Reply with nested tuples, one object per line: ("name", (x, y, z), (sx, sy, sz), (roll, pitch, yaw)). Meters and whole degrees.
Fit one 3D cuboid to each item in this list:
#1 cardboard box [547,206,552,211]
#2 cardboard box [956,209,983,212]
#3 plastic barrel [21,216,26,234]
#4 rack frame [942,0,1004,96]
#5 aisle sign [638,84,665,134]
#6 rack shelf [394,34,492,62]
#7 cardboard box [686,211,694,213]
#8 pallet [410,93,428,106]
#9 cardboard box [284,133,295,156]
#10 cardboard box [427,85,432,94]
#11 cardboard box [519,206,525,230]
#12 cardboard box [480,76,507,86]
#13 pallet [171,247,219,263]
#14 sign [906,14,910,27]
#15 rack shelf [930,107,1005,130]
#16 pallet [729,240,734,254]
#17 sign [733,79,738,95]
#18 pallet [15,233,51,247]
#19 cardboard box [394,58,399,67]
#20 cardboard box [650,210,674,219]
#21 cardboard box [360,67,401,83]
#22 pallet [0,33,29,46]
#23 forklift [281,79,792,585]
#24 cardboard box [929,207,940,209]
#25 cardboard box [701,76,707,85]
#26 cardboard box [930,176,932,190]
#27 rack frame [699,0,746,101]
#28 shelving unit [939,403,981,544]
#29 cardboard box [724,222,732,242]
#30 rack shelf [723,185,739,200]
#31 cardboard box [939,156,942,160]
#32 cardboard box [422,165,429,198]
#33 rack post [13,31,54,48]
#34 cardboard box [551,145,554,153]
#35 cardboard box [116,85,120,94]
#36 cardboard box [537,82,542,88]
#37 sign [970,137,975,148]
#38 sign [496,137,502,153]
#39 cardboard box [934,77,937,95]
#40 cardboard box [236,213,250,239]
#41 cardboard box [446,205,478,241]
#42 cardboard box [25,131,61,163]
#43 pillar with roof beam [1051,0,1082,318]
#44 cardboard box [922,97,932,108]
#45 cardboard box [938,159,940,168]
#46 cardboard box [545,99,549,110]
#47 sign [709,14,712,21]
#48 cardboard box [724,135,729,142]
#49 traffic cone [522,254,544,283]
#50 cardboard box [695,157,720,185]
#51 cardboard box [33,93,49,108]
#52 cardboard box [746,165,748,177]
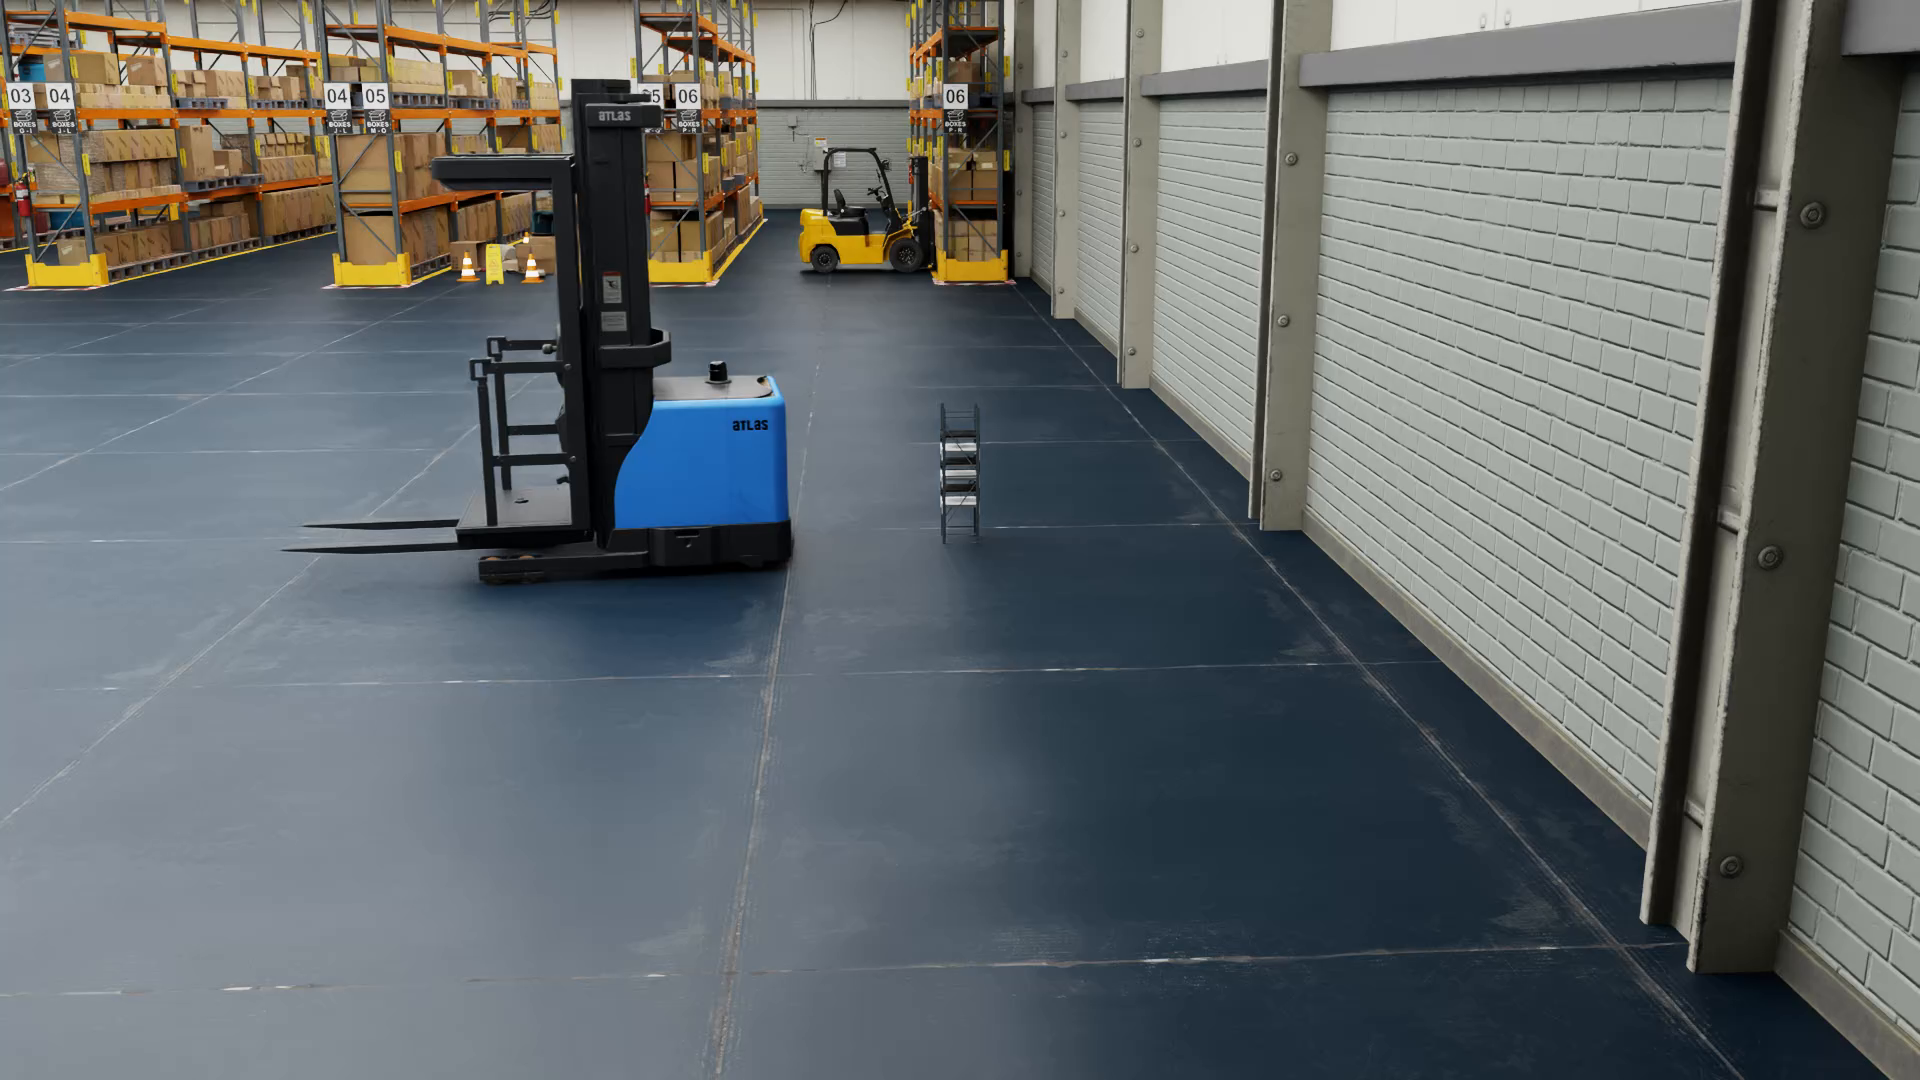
("cardboard box", (-10.226, -8.108, 40.802), (0.380, 0.149, 0.250), (-1, 14, -3))
("cardboard box", (0.191, -6.090, 31.344), (0.500, 0.250, 0.500), (-1, 14, -2))
("plastic barrel", (-20.241, -6.800, 35.585), (0.421, 0.512, 0.421), (0, 14, 0))
("rack frame", (0.215, -8.764, 27.028), (1.000, 3.000, 0.127), (-1, 14, -3))
("aisle sign", (-5.025, -7.020, 27.073), (0.394, 0.787, 0.004), (-1, 14, -3))
("rack shelf", (-10.045, -9.535, 32.271), (1.077, 0.370, 4.000), (-1, 14, -3))
("cardboard box", (-5.220, -5.860, 30.951), (0.500, 0.500, 0.500), (0, 14, -1))
("pallet", (-9.808, -7.577, 28.615), (1.003, 0.211, 1.213), (-1, 14, -3))
("cardboard box", (-15.295, -8.817, 37.060), (0.797, 0.503, 0.637), (-1, 14, -3))
("cardboard box", (-9.516, -7.919, 29.224), (0.380, 0.149, 0.250), (-1, 14, -3))
("cardboard box", (-10.061, -7.221, 37.245), (0.500, 0.500, 0.500), (-1, 14, -5))
("cardboard box", (-10.452, -9.983, 36.739), (0.797, 0.503, 0.637), (-1, 14, -4))
("pallet", (-14.928, -5.466, 31.846), (1.003, 0.211, 1.213), (-1, 14, -3))
("sign", (-1.318, -13.225, 42.335), (0.100, 0.325, 0.005), (-1, 14, -3))
("rack shelf", (0.091, -7.460, 29.425), (1.077, 0.370, 4.000), (-1, 14, -3))
("pallet", (-5.115, -5.923, 33.622), (1.003, 0.211, 1.213), (-1, 14, -3))
("sign", (-4.693, -9.481, 34.799), (0.100, 0.325, 0.005), (-1, 14, -3))
("pallet", (-20.160, -6.386, 35.422), (1.003, 0.211, 1.213), (-1, 14, -3))
("cardboard box", (-9.391, -7.798, 27.157), (0.380, 0.149, 0.250), (-1, 14, -3))
("cardboard box", (-5.139, -5.615, 28.700), (0.380, 0.149, 0.250), (0, 14, -2))
("cardboard box", (-9.447, -7.579, 27.104), (0.500, 0.250, 0.500), (-1, 14, -4))
("pallet", (-20.083, -10.341, 34.340), (1.213, 0.211, 1.003), (-1, 14, -3))
("forklift", (-2.614, -1.292, 10.166), (3.031, 2.935, 1.130), (-2, 15, -10))
("cardboard box", (-0.207, -6.584, 34.517), (0.875, 0.625, 0.625), (0, 14, -2))
("cardboard box", (-4.484, -7.779, 28.123), (0.380, 0.149, 0.250), (-1, 14, -4))
("cardboard box", (-0.325, -6.902, 32.132), (0.500, 0.250, 0.500), (-1, 14, -2))
("rack frame", (-5.482, -11.671, 38.326), (1.000, 3.000, 0.127), (-1, 14, -3))
("shelving unit", (-0.001, -0.438, 10.922), (0.258, 0.900, 0.210), (-1, 14, -3))
("cardboard box", (-5.115, -6.188, 33.489), (0.950, 0.372, 0.625), (0, 14, -2))
("rack shelf", (-5.111, -6.925, 33.363), (1.077, 0.370, 4.000), (-1, 14, -3))
("cardboard box", (-0.175, -6.702, 28.957), (0.380, 0.149, 0.250), (-1, 14, -2))
("cardboard box", (-9.781, -6.252, 29.006), (0.875, 0.550, 0.500), (-1, 14, -3))
("rack post", (-20.064, -10.698, 35.547), (0.937, 0.300, 0.954), (1, 14, 3))
("cardboard box", (-10.312, -9.489, 41.089), (0.500, 0.500, 0.500), (-1, 14, -3))
("cardboard box", (-14.525, -7.658, 28.252), (0.380, 0.149, 0.250), (-1, 14, -4))
("cardboard box", (-10.227, -10.883, 39.781), (0.380, 0.149, 0.250), (0, 14, -1))
("sign", (0.273, -8.418, 35.401), (0.100, 0.325, 0.005), (-1, 14, -3))
("sign", (-9.615, -8.239, 34.704), (0.100, 0.325, 0.005), (-1, 14, -3))
("cardboard box", (-0.225, -8.304, 30.396), (0.500, 0.311, 0.500), (-1, 14, -2))
("cardboard box", (-15.064, -6.454, 34.222), (0.700, 0.500, 0.500), (-2, 15, -6))
("cardboard box", (-10.105, -6.181, 32.701), (1.050, 0.750, 0.750), (-1, 14, -3))
("cardboard box", (-14.911, -6.437, 27.222), (0.500, 0.500, 0.500), (-1, 14, -3))
("pillar with roof beam", (-2.854, -7.392, 21.697), (9.100, 9.000, 0.400), (-1, 14, -3))
("cardboard box", (-0.555, -9.352, 35.635), (0.500, 0.250, 0.500), (-1, 14, -5))
("cardboard box", (-0.190, -6.621, 29.239), (0.380, 0.149, 0.250), (-1, 14, -3))
("cardboard box", (-10.264, -10.547, 40.280), (0.500, 0.250, 0.500), (0, 14, -1))
("sign", (-6.285, -13.187, 42.029), (0.100, 0.325, 0.005), (-1, 14, -3))
("cardboard box", (-4.852, -8.078, 33.460), (0.380, 0.149, 0.250), (-2, 15, -6))
("traffic cone", (-7.140, -4.538, 27.733), (0.336, 0.463, 0.334), (-1, 14, -3))
("cardboard box", (-4.672, -6.733, 30.379), (0.500, 0.500, 0.500), (0, 14, -2))
("cardboard box", (-14.913, -7.124, 26.975), (0.500, 0.250, 0.500), (-1, 14, -2))
("cardboard box", (-5.203, -8.585, 38.673), (0.500, 0.250, 0.500), (-1, 14, -5))
